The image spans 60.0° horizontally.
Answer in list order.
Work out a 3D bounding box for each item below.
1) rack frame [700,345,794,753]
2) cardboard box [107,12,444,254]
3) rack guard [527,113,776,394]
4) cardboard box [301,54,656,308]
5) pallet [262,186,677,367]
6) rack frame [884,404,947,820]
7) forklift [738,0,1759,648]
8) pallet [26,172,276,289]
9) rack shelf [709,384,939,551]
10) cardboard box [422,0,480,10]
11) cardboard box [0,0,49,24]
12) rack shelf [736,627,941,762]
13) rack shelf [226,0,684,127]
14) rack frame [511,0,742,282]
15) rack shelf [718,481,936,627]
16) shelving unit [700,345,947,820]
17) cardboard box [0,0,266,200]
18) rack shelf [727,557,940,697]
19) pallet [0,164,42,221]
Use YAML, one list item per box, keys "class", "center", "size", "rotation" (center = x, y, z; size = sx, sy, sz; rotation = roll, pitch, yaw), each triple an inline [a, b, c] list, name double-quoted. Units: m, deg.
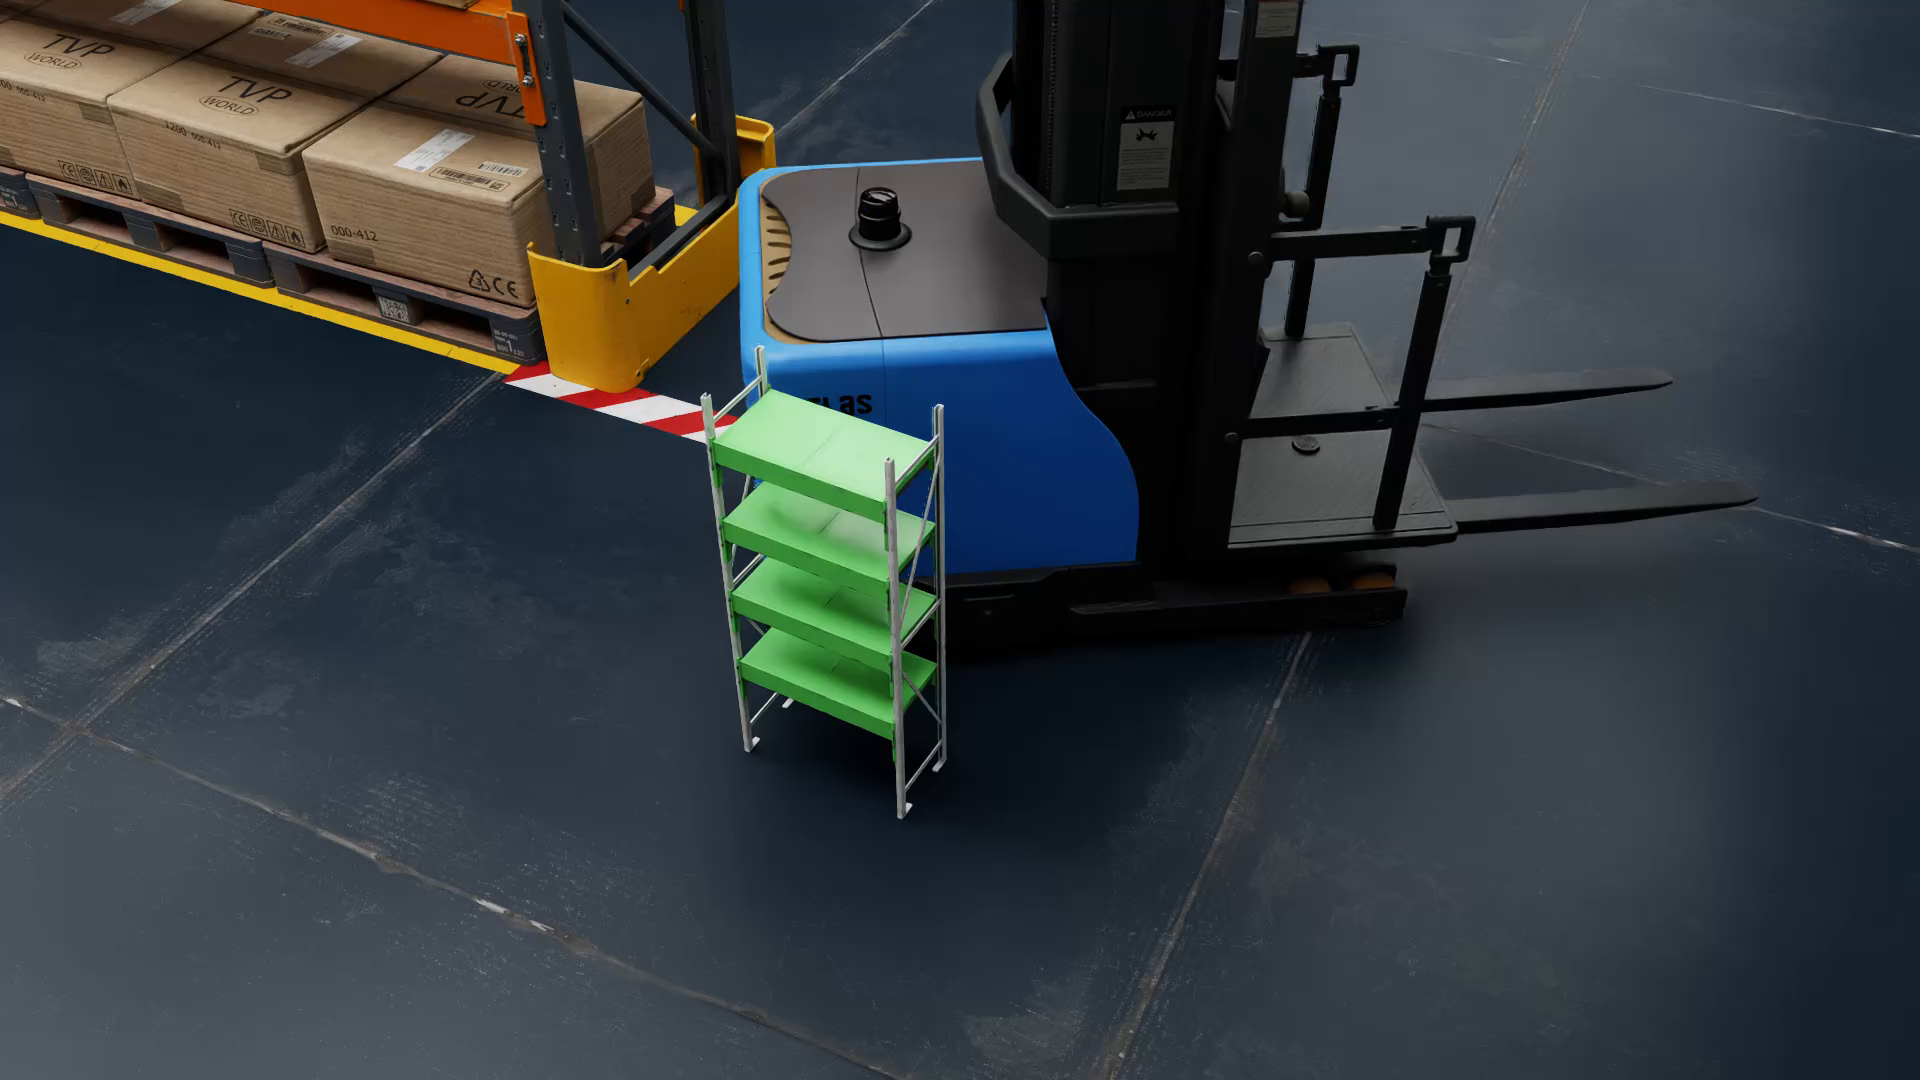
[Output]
- class: "rack frame"
  center: [-0.528, 0.061, 4.264]
  size: [0.015, 1.200, 0.240]
  rotation: [20, 45, 21]
- class: "cardboard box"
  center: [-2.581, -1.597, 6.437]
  size: [0.875, 0.438, 0.875]
  rotation: [18, 44, 20]
- class: "rack guard"
  center: [-1.086, -1.083, 6.118]
  size: [0.348, 0.500, 1.175]
  rotation: [17, 44, 19]
- class: "cardboard box"
  center: [-1.748, -1.348, 6.151]
  size: [0.875, 0.438, 0.875]
  rotation: [16, 43, 17]
- class: "pallet"
  center: [-1.865, -1.155, 6.422]
  size: [1.213, 0.211, 1.003]
  rotation: [17, 44, 19]
- class: "rack frame"
  center: [-0.101, 0.215, 4.086]
  size: [0.015, 1.200, 0.240]
  rotation: [20, 45, 21]
- class: "forklift"
  center: [0.893, -1.178, 4.371]
  size: [3.031, 2.935, 1.130]
  rotation: [-4, 41, -5]
- class: "pallet"
  center: [-2.967, -1.494, 6.813]
  size: [1.213, 0.211, 1.003]
  rotation: [17, 44, 19]
- class: "rack shelf"
  center: [-0.315, -0.177, 3.902]
  size: [0.480, 0.148, 0.258]
  rotation: [20, 45, 21]
- class: "cardboard box"
  center: [-1.656, -2.048, 5.247]
  size: [0.500, 0.500, 0.500]
  rotation: [17, 44, 19]
- class: "cardboard box"
  center: [-4.209, -2.095, 7.012]
  size: [0.875, 0.438, 0.875]
  rotation: [16, 44, 18]
- class: "rack shelf"
  center: [-0.315, 0.368, 4.374]
  size: [0.480, 0.148, 0.258]
  rotation: [20, 45, 21]
- class: "rack shelf"
  center: [-2.920, -2.316, 6.181]
  size: [4.000, 0.370, 1.077]
  rotation: [17, 44, 19]
- class: "rack frame"
  center: [-1.107, -2.034, 5.307]
  size: [0.127, 3.000, 1.000]
  rotation: [17, 44, 19]
- class: "rack shelf"
  center: [-0.315, 0.005, 4.059]
  size: [0.480, 0.148, 0.258]
  rotation: [20, 45, 21]
- class: "shelving unit"
  center: [-0.315, 0.138, 4.175]
  size: [0.503, 1.200, 0.258]
  rotation: [20, 45, 21]
- class: "cardboard box"
  center: [-3.397, -1.847, 6.727]
  size: [0.875, 0.438, 0.875]
  rotation: [16, 43, 17]
- class: "rack shelf"
  center: [-0.315, 0.186, 4.217]
  size: [0.480, 0.148, 0.258]
  rotation: [20, 45, 21]
- class: "pallet"
  center: [-4.076, -1.831, 7.201]
  size: [1.213, 0.211, 1.003]
  rotation: [17, 44, 19]
